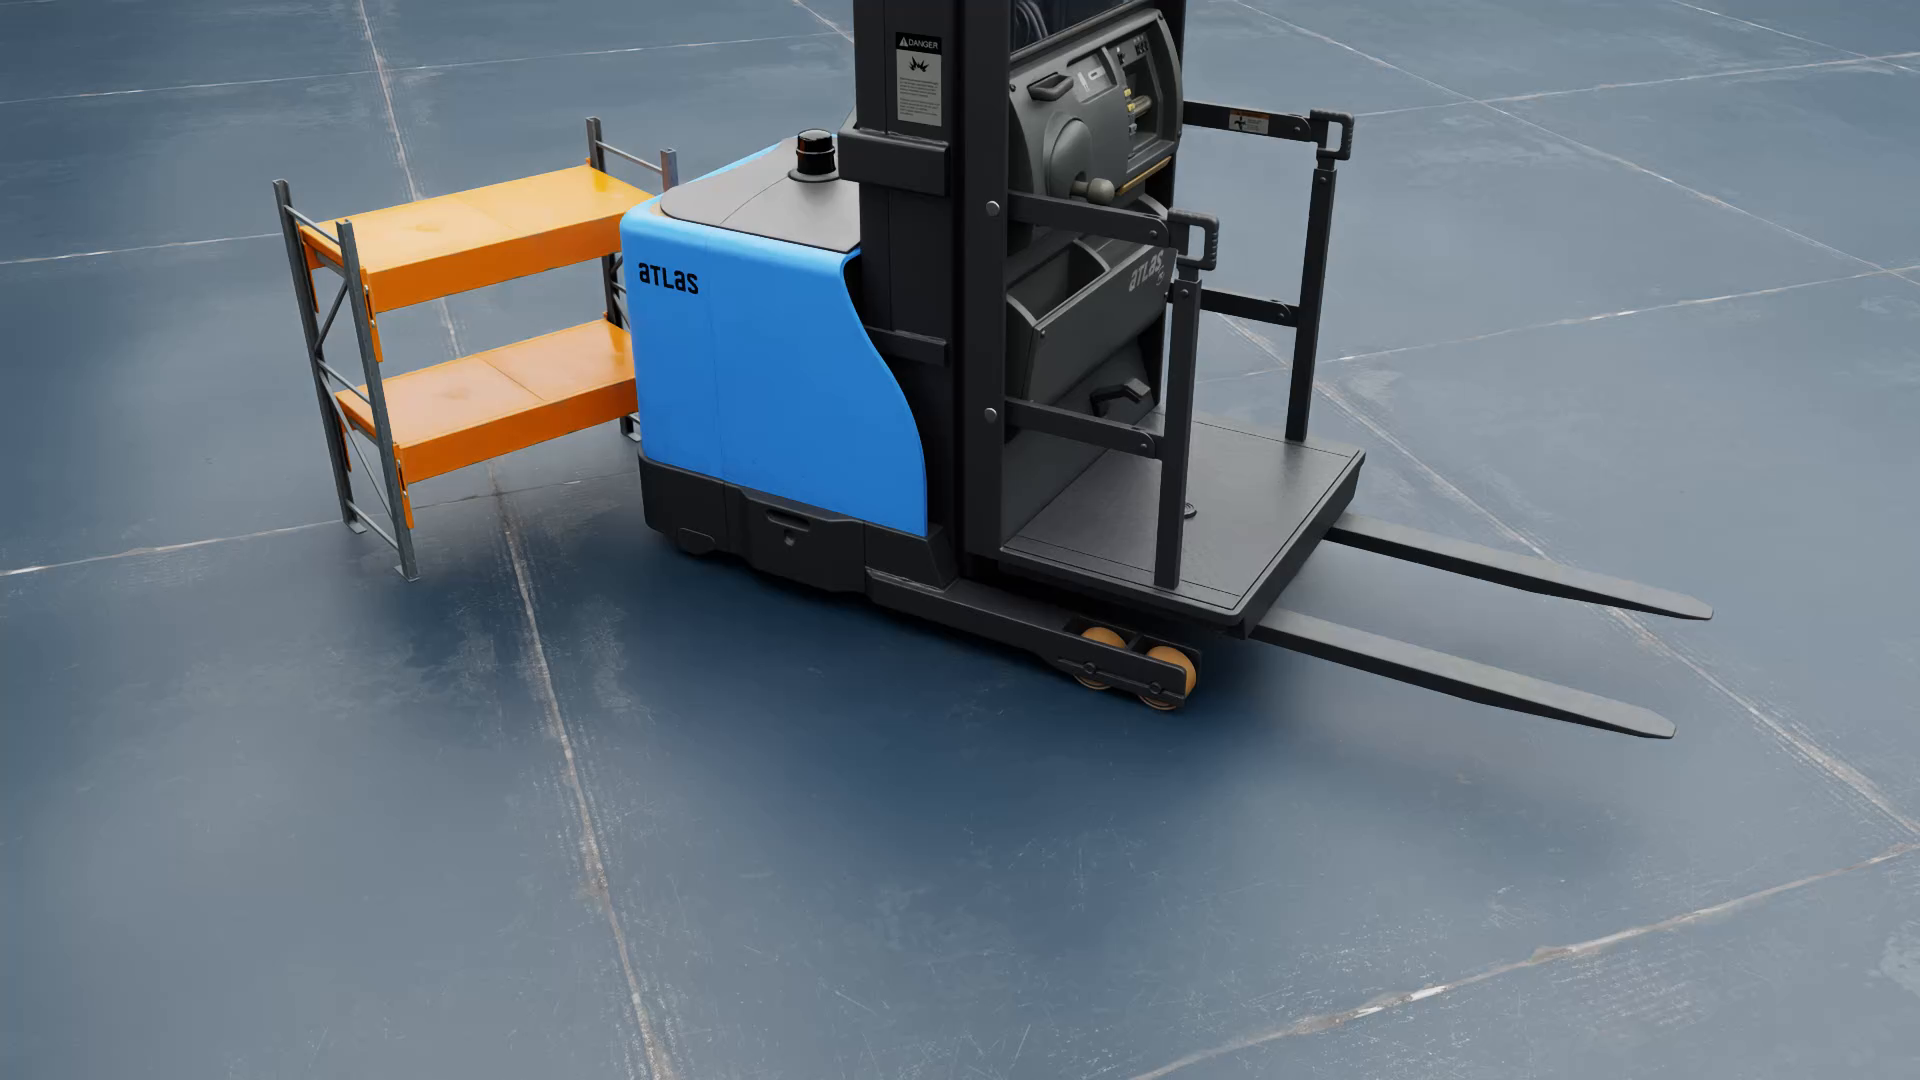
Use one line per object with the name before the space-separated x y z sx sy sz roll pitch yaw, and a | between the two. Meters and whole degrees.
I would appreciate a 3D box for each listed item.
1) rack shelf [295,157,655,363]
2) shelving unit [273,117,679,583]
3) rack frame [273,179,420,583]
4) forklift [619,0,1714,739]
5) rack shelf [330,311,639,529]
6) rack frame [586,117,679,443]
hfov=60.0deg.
rack shelf | -1.424 -0.875 5.059 1.000 0.278 0.538 -23 37 -34
shelving unit | -1.424 -0.621 5.204 1.048 1.125 0.538 -23 37 -34
rack frame | -1.812 -0.458 4.918 0.032 1.125 0.500 -23 37 -34
forklift | 0.548 -1.120 4.255 3.031 2.935 1.130 16 33 25
rack shelf | -1.424 -0.409 5.325 1.000 0.278 0.538 -23 37 -34
rack frame | -1.036 -0.784 5.489 0.032 1.125 0.500 -23 37 -34
